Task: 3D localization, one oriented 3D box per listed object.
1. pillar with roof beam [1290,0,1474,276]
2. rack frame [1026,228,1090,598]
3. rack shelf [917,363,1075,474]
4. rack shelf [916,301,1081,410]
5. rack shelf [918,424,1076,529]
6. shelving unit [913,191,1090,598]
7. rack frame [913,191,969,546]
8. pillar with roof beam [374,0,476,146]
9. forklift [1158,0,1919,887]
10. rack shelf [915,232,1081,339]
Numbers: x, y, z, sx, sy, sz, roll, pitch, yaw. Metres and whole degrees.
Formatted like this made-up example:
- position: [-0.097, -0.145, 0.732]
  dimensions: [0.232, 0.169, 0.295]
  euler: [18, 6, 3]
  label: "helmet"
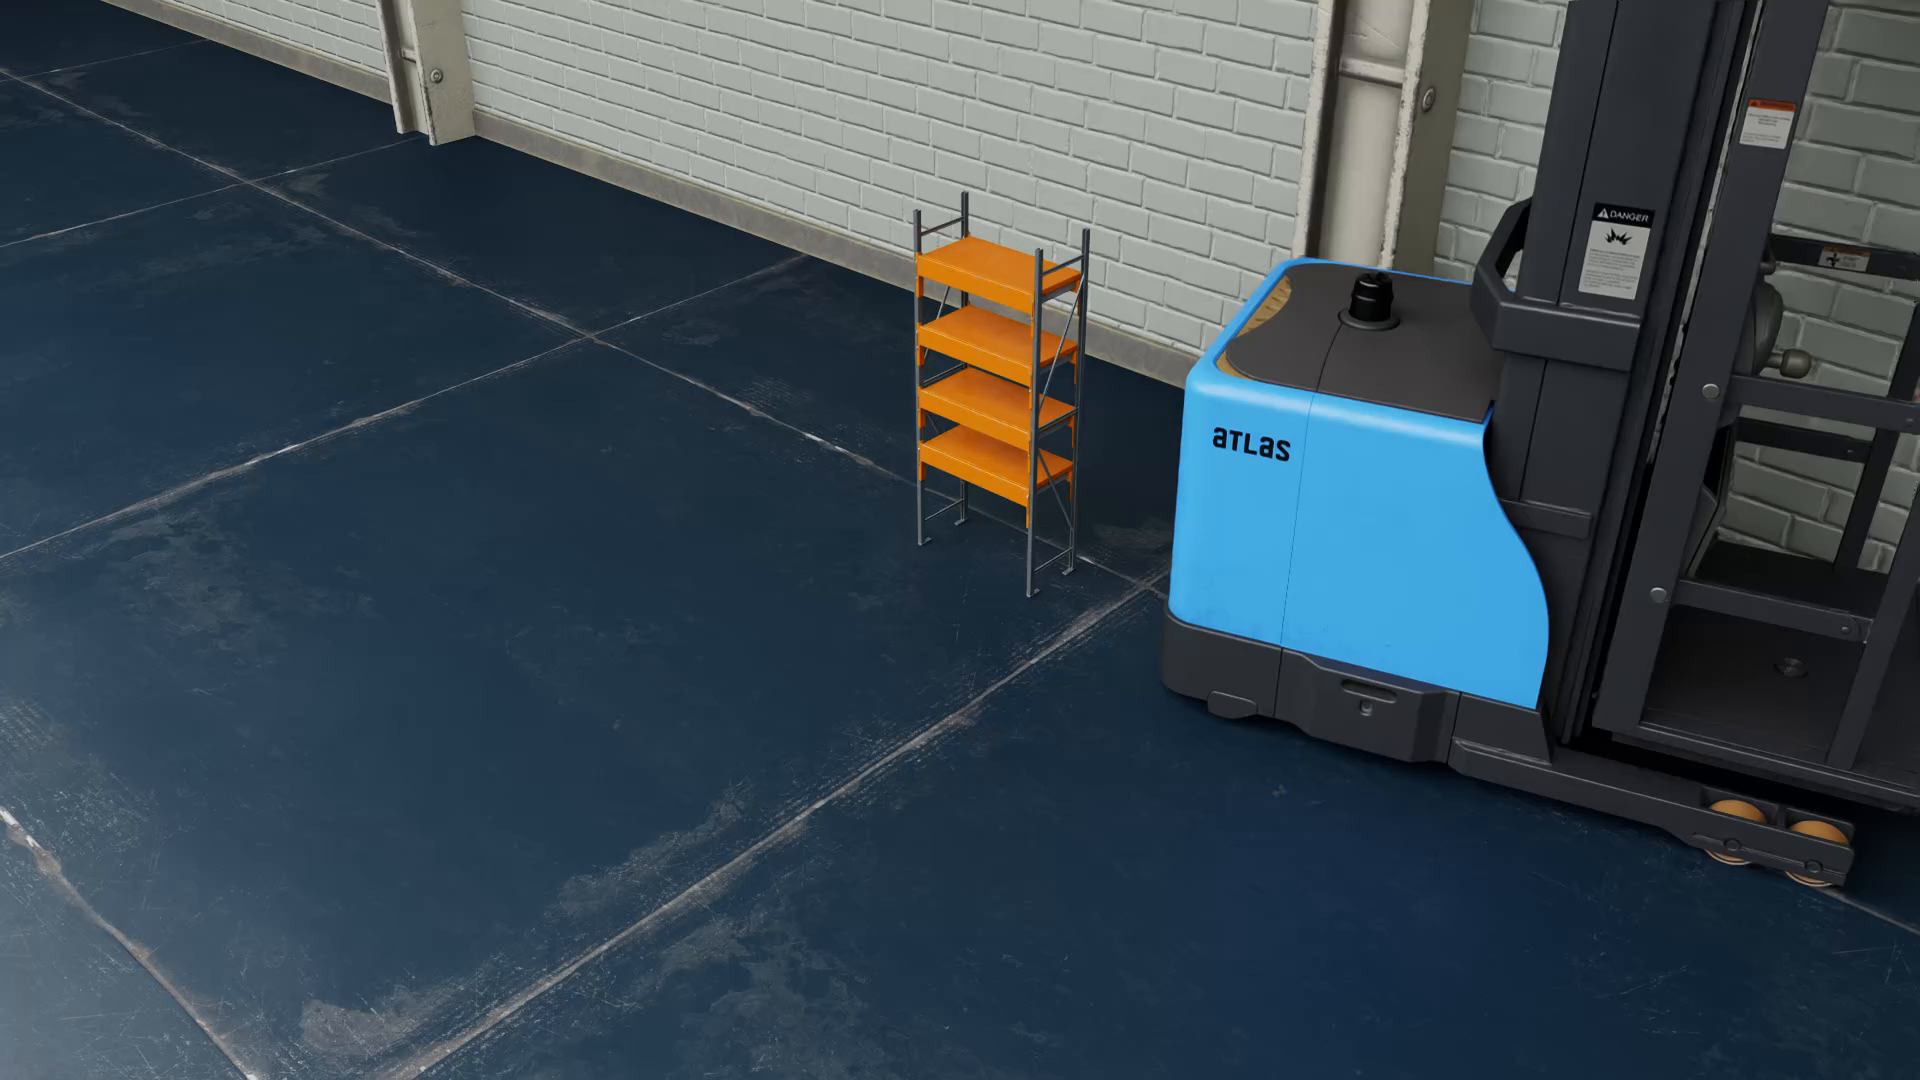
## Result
- position: [-1.479, -2.509, 1.192]
  dimensions: [0.400, 9.000, 9.100]
  euler: [25, 39, 35]
  label: "pillar with roof beam"
- position: [0.304, -0.372, 5.205]
  dimensions: [0.015, 1.200, 0.240]
  euler: [25, 39, 35]
  label: "rack frame"
- position: [0.123, -0.399, 5.380]
  dimensions: [0.480, 0.148, 0.258]
  euler: [25, 39, 35]
  label: "rack shelf"
- position: [0.123, -0.591, 5.265]
  dimensions: [0.480, 0.148, 0.258]
  euler: [25, 39, 35]
  label: "rack shelf"
- position: [0.123, -0.229, 5.482]
  dimensions: [0.480, 0.148, 0.258]
  euler: [25, 39, 35]
  label: "rack shelf"
- position: [0.123, -0.457, 5.345]
  dimensions: [0.503, 1.200, 0.258]
  euler: [25, 39, 35]
  label: "shelving unit"
- position: [-0.058, -0.541, 5.486]
  dimensions: [0.015, 1.200, 0.240]
  euler: [25, 39, 35]
  label: "rack frame"
- position: [-5.928, -4.585, 4.641]
  dimensions: [0.400, 9.000, 9.100]
  euler: [25, 39, 35]
  label: "pillar with roof beam"
- position: [2.149, -0.679, 4.037]
  dimensions: [3.031, 2.935, 1.130]
  euler: [14, 34, 21]
  label: "forklift"
- position: [0.123, -0.793, 5.143]
  dimensions: [0.480, 0.148, 0.258]
  euler: [25, 39, 35]
  label: "rack shelf"
